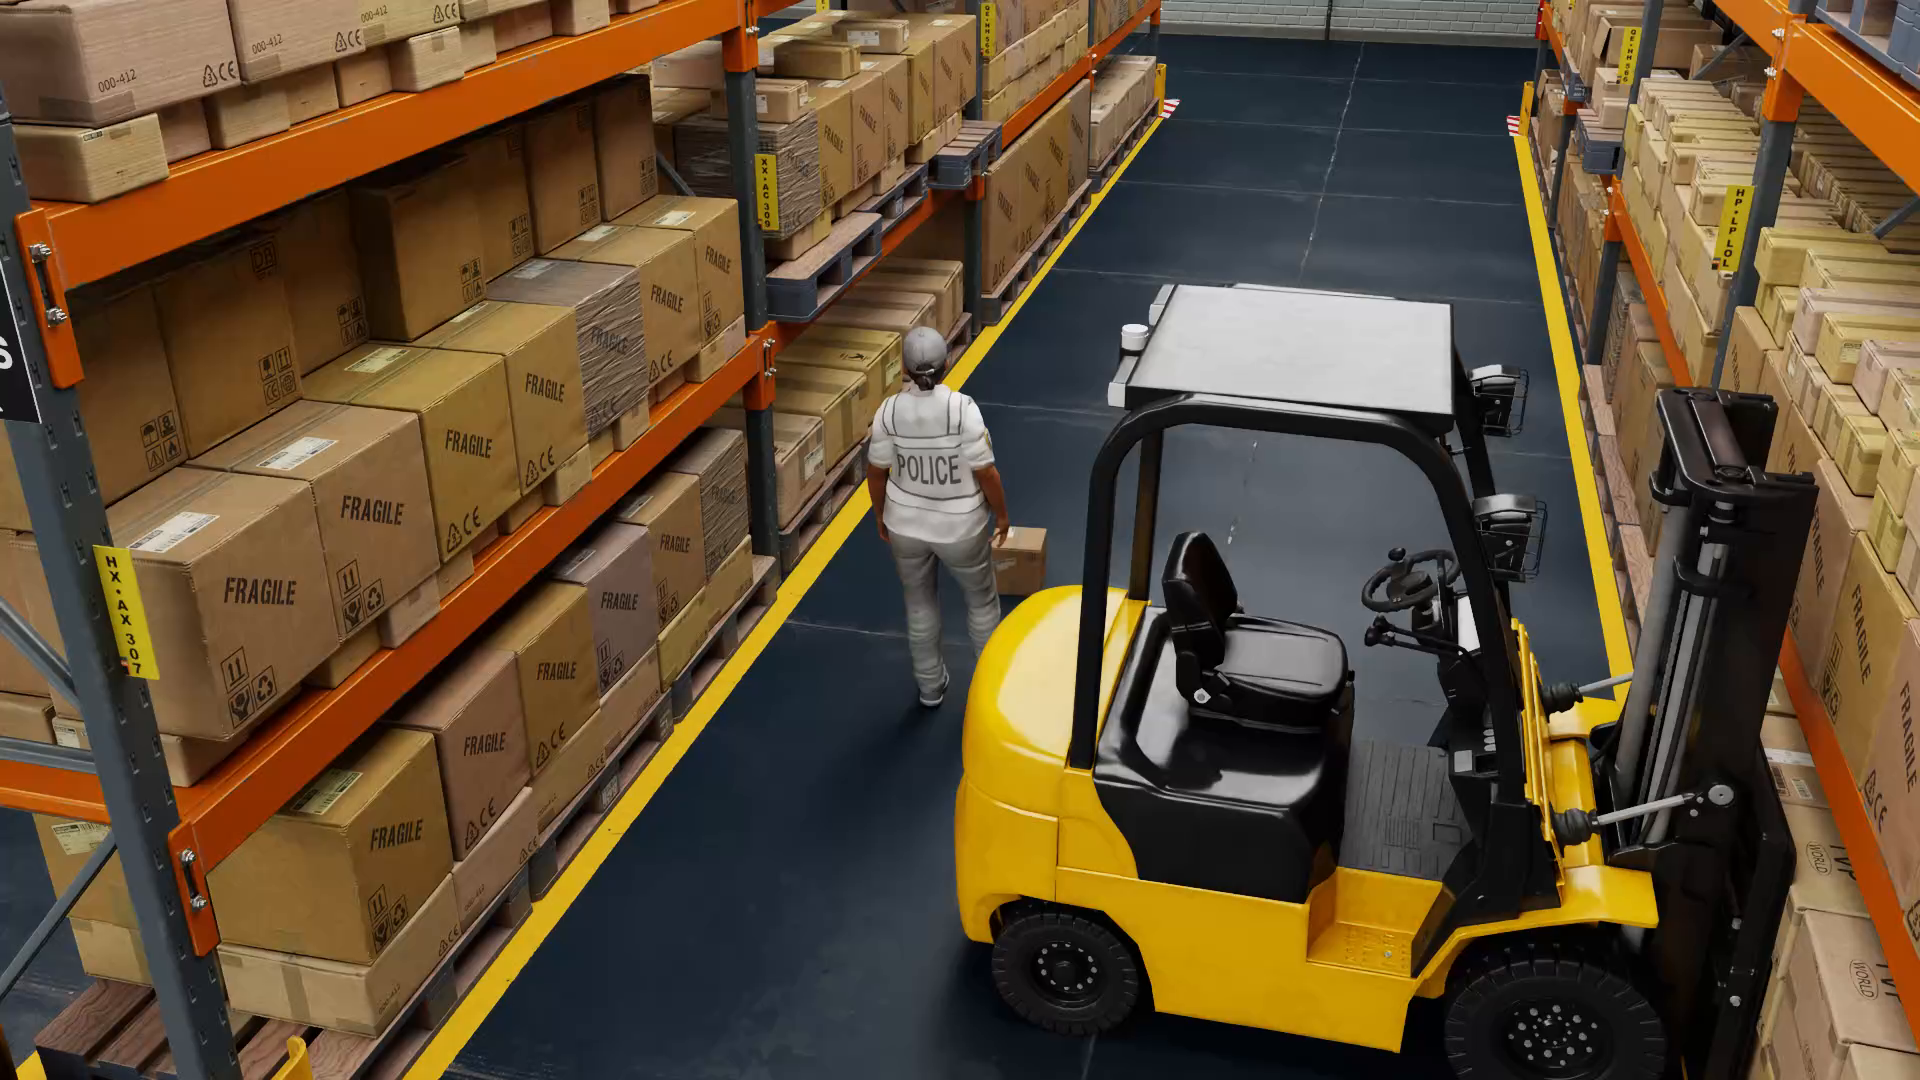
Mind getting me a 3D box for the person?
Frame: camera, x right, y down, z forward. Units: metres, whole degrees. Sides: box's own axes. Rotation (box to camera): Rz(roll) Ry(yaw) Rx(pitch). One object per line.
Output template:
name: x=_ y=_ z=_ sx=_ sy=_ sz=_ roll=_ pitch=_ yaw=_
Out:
person: x=-0.053 y=-0.094 z=6.780 sx=0.598 sy=1.670 sz=0.529 roll=6 pitch=26 yaw=12
